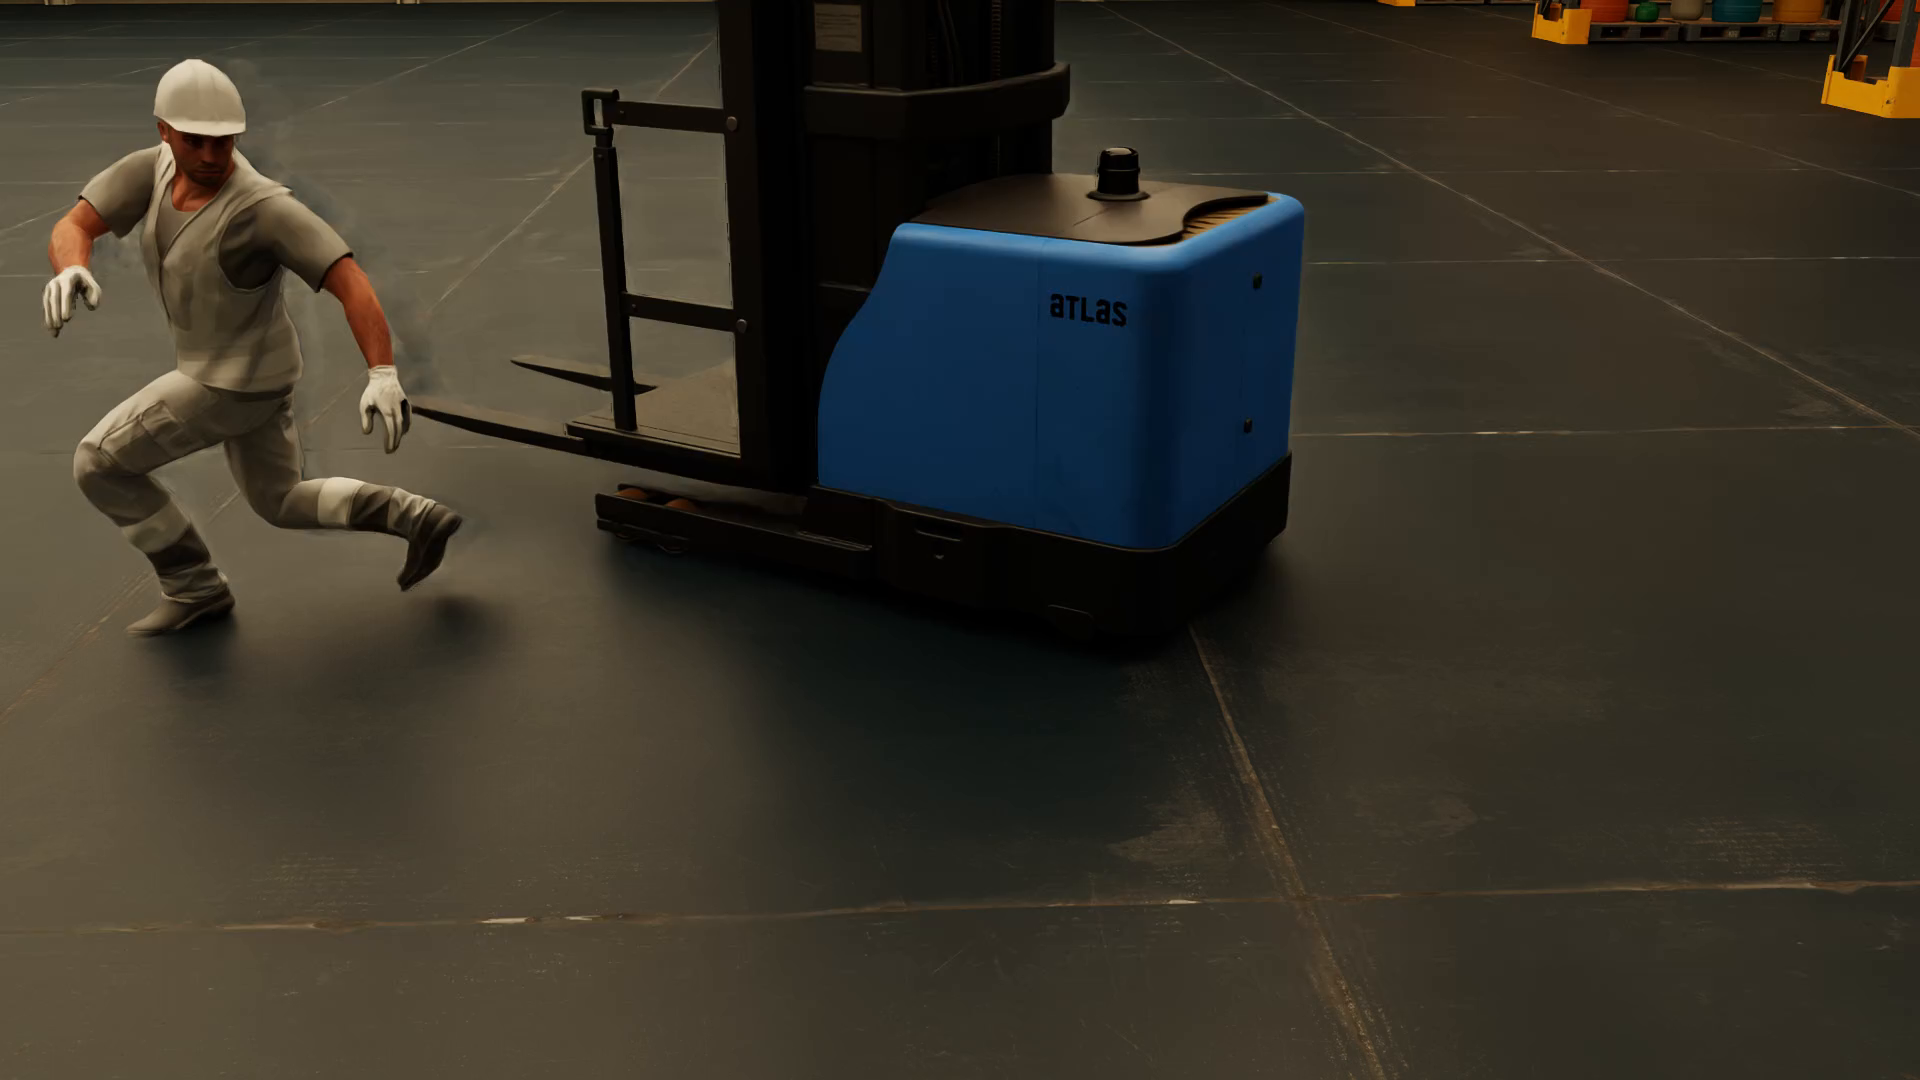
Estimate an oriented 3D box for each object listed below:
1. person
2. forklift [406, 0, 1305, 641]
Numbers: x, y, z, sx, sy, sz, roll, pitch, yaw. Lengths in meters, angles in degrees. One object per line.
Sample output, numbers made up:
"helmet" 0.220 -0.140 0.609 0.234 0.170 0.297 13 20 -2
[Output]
"person" -1.847 -0.461 4.341 0.952 1.542 0.685 -9 23 -21
"forklift" -0.536 -1.474 4.916 3.031 2.935 1.130 12 24 28
